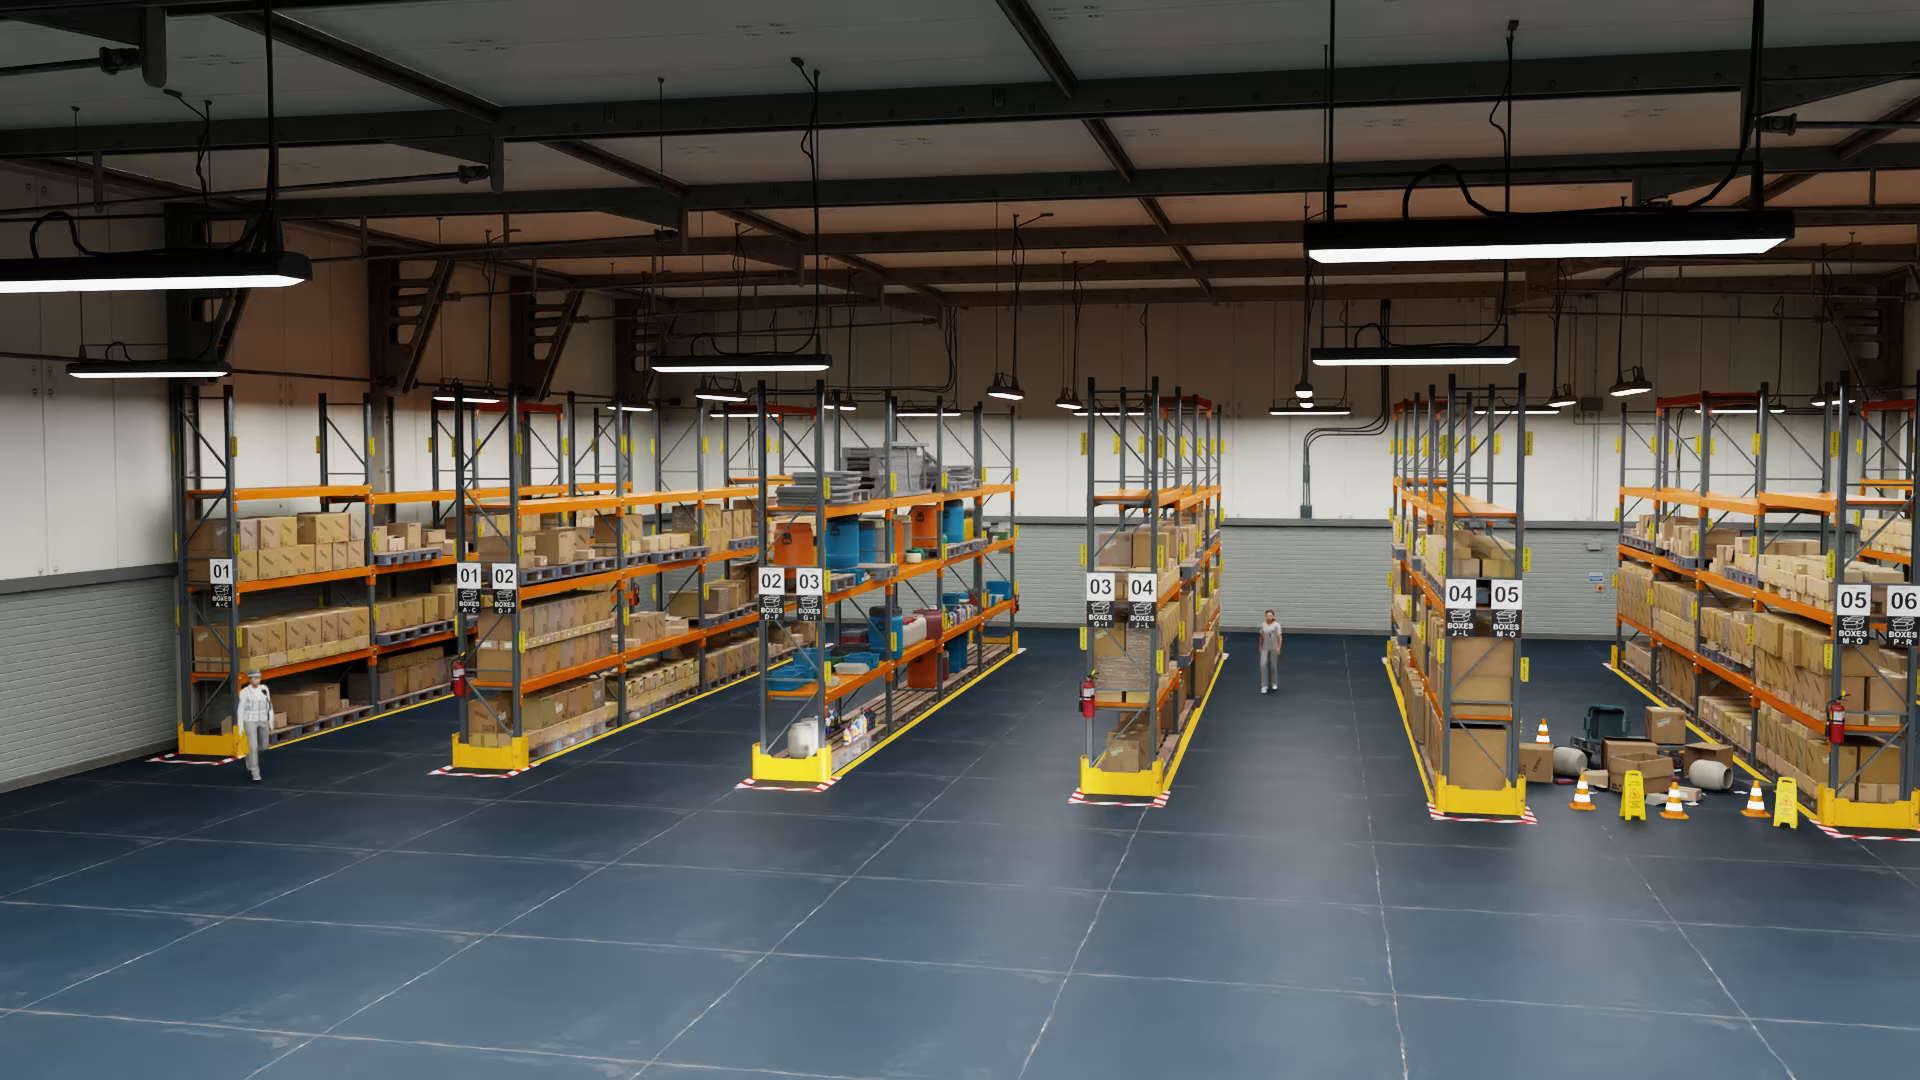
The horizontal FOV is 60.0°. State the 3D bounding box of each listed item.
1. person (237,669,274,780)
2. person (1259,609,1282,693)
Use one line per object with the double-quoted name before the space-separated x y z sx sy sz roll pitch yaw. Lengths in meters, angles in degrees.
"person" -10.660 2.755 25.151 0.802 1.646 0.531 3 4 44
"person" 6.359 2.266 34.119 0.501 1.698 0.619 2 4 27
